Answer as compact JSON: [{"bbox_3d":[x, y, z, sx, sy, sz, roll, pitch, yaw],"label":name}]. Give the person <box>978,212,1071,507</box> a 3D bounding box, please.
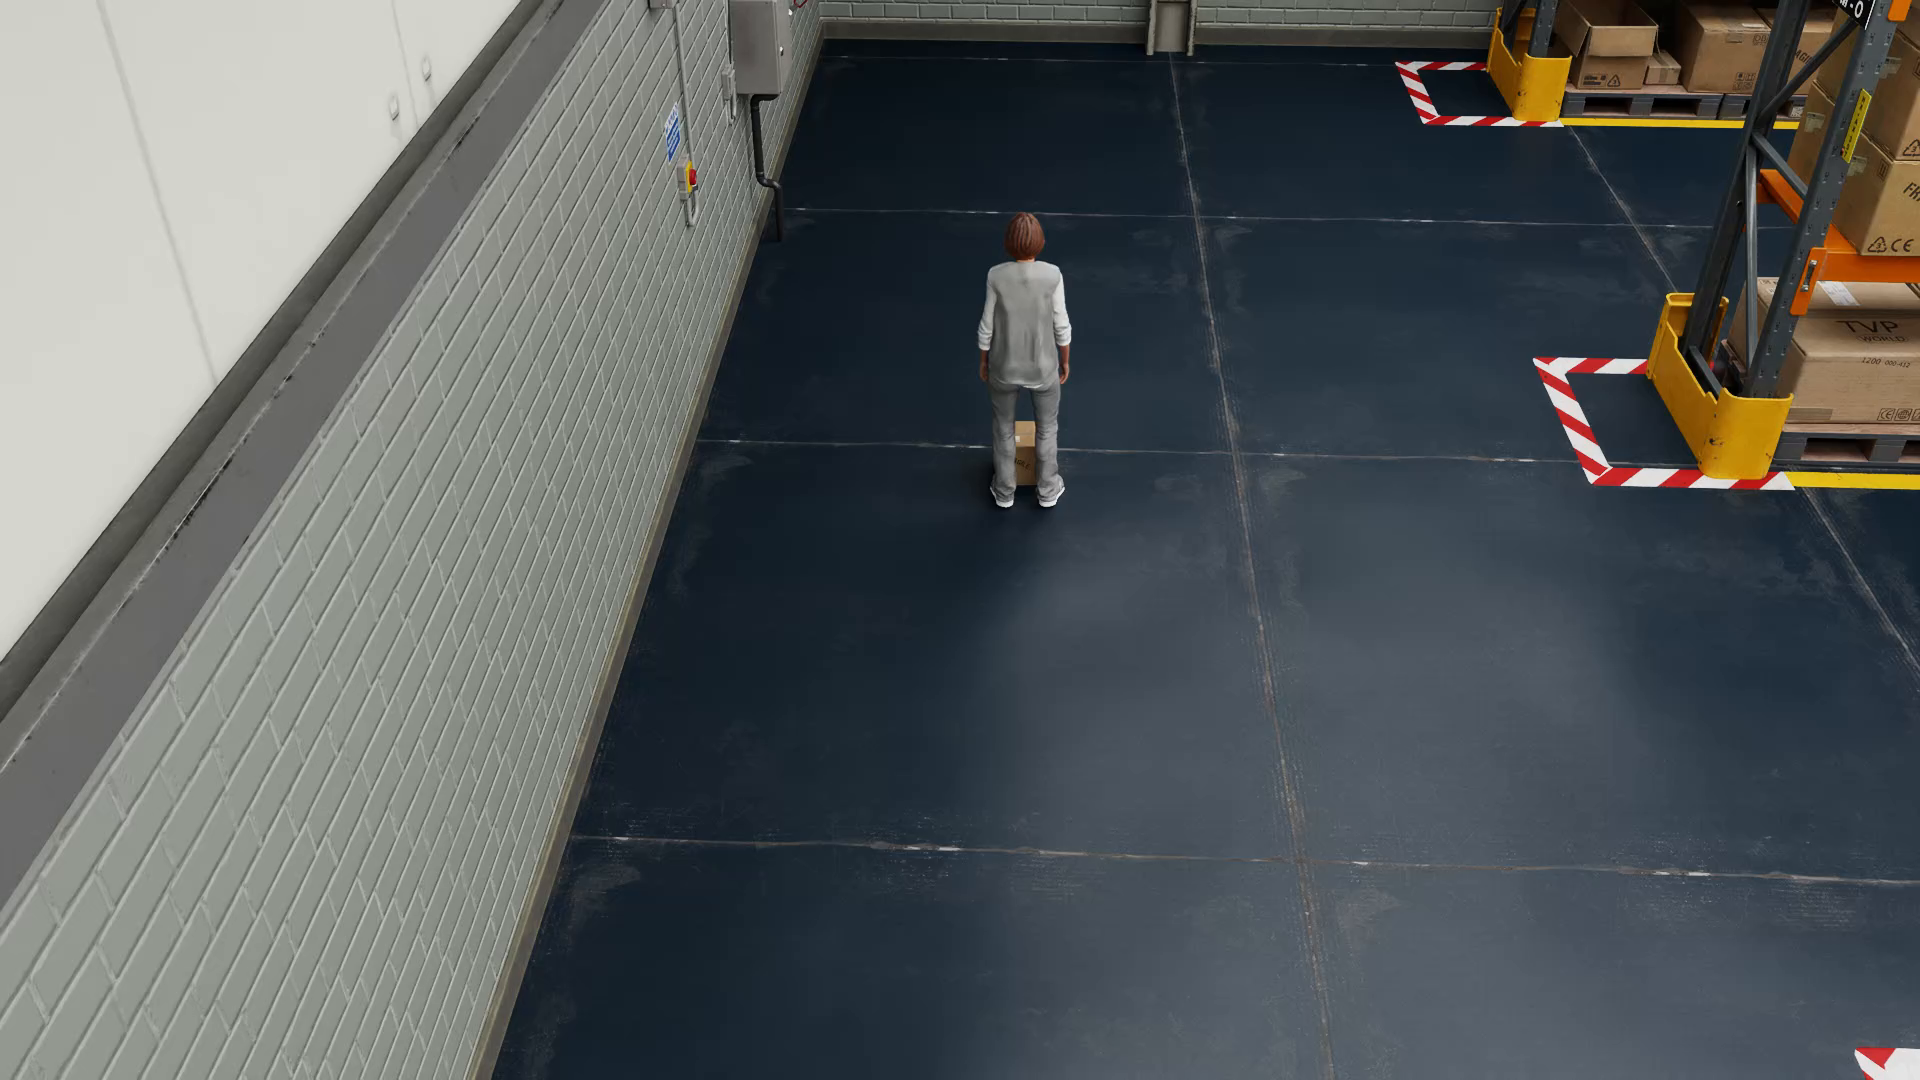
[{"bbox_3d":[0.319,-0.861,8.300,0.460,1.592,0.344,2,36,2],"label":"person"}]
